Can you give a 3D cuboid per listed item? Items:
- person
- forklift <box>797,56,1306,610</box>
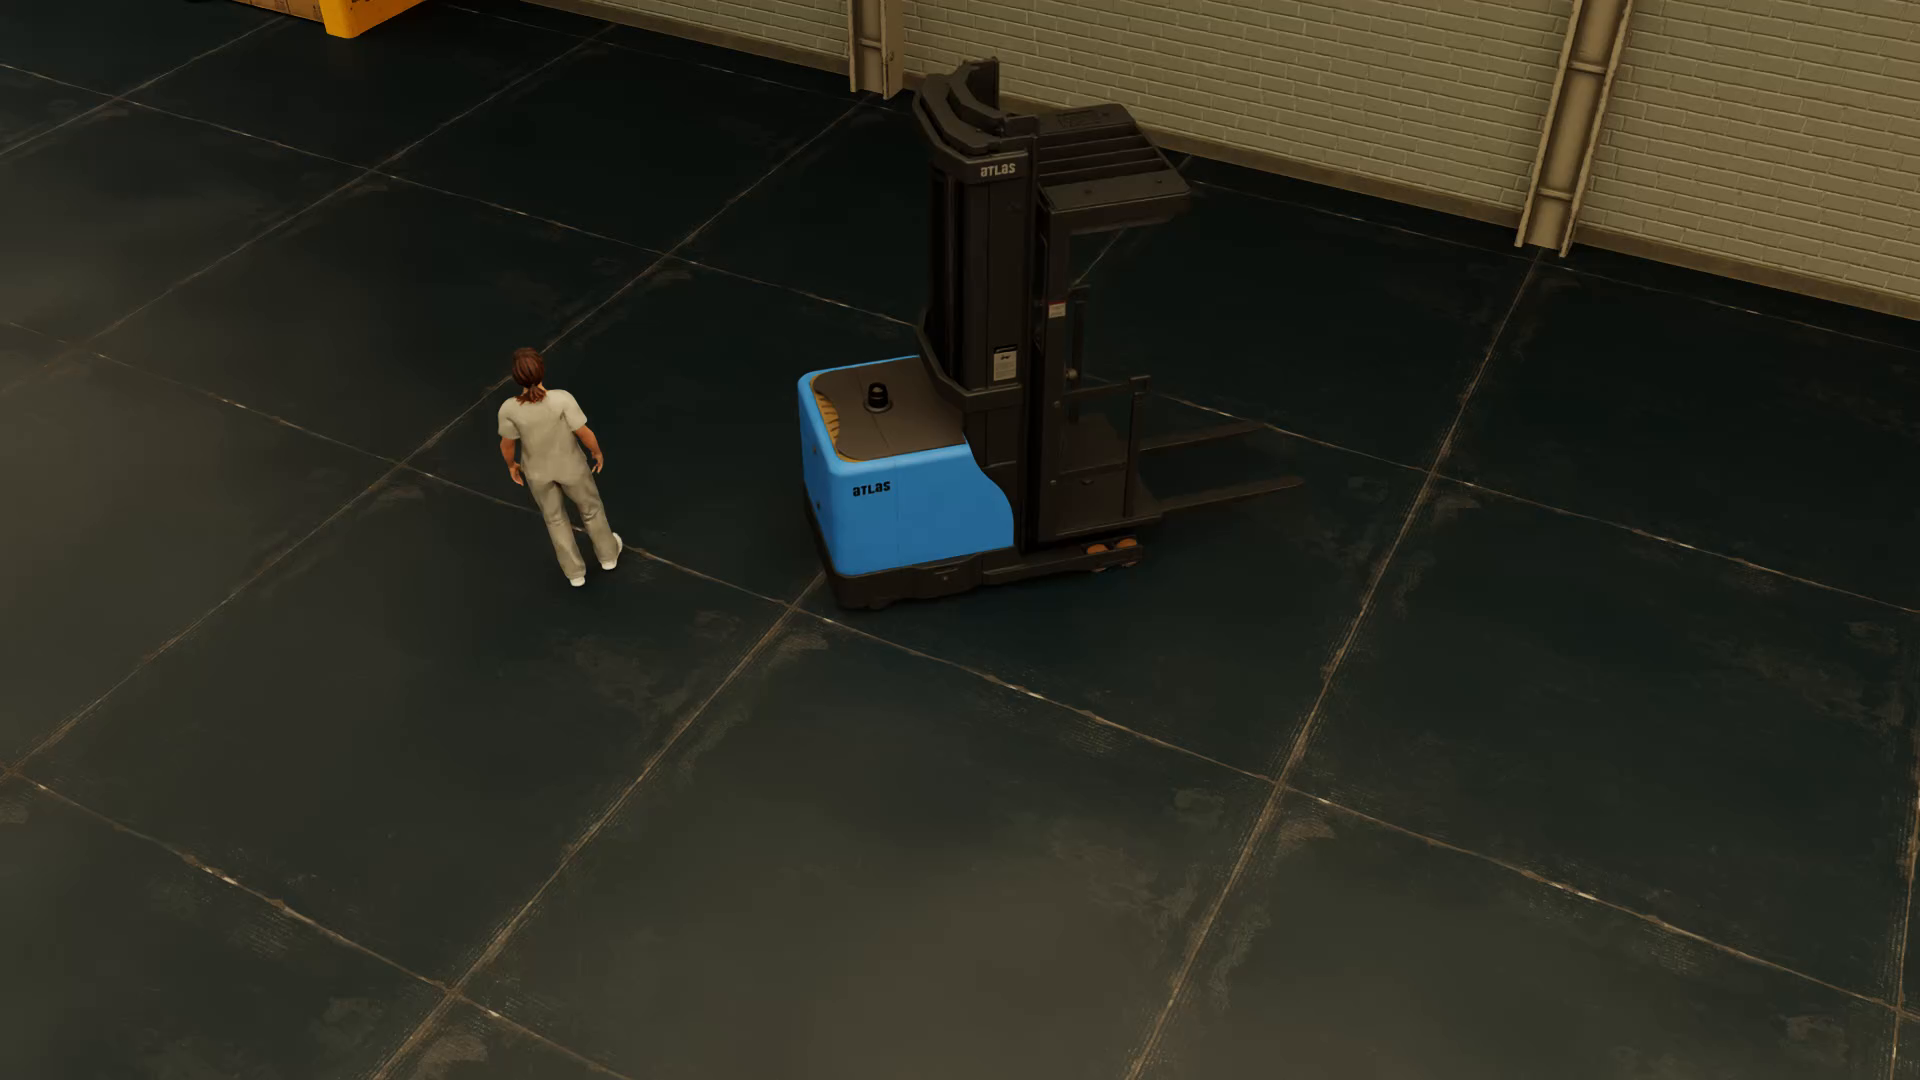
[{"bbox_3d":[-2.304,-0.449,9.485,0.543,1.675,0.550,-6,41,-7],"label":"person"},{"bbox_3d":[0.606,-1.247,9.467,3.031,2.935,1.130,-11,41,-12],"label":"forklift"}]
